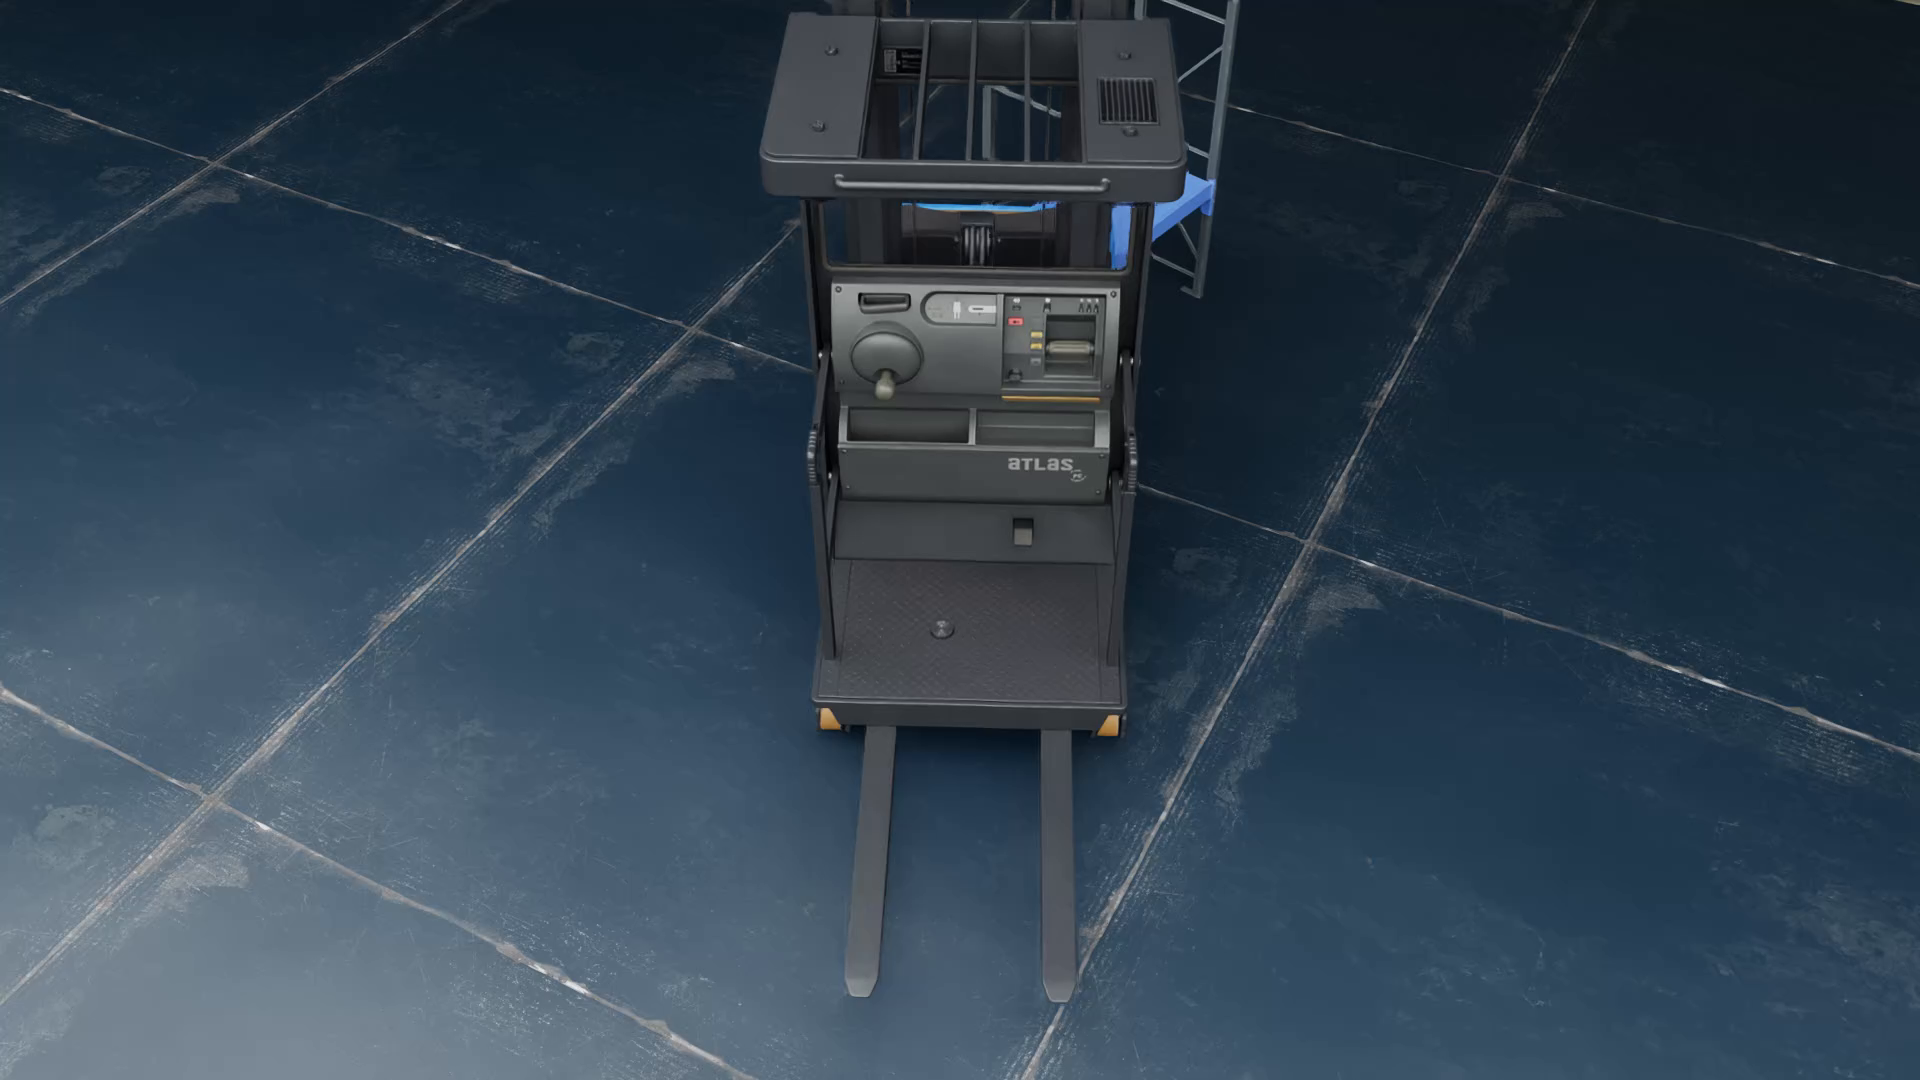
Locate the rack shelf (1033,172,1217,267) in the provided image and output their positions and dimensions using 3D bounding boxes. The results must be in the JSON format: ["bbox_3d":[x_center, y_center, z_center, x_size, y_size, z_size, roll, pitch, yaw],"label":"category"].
[{"bbox_3d":[0.621,-1.391,7.323,0.538,0.185,1.000,31,53,27],"label":"rack shelf"}]

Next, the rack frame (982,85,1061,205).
[{"bbox_3d":[0.289,-1.244,6.925,0.500,1.500,0.032,31,53,27],"label":"rack frame"}]

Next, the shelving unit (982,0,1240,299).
[{"bbox_3d":[0.621,-1.518,7.195,0.538,1.500,1.048,31,53,27],"label":"shelving unit"}]

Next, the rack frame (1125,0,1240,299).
[{"bbox_3d":[0.953,-1.792,7.466,0.500,1.500,0.032,31,53,27],"label":"rack frame"}]

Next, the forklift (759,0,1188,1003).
[{"bbox_3d":[0.045,-0.553,5.236,1.130,2.935,3.031,1,45,1],"label":"forklift"}]
